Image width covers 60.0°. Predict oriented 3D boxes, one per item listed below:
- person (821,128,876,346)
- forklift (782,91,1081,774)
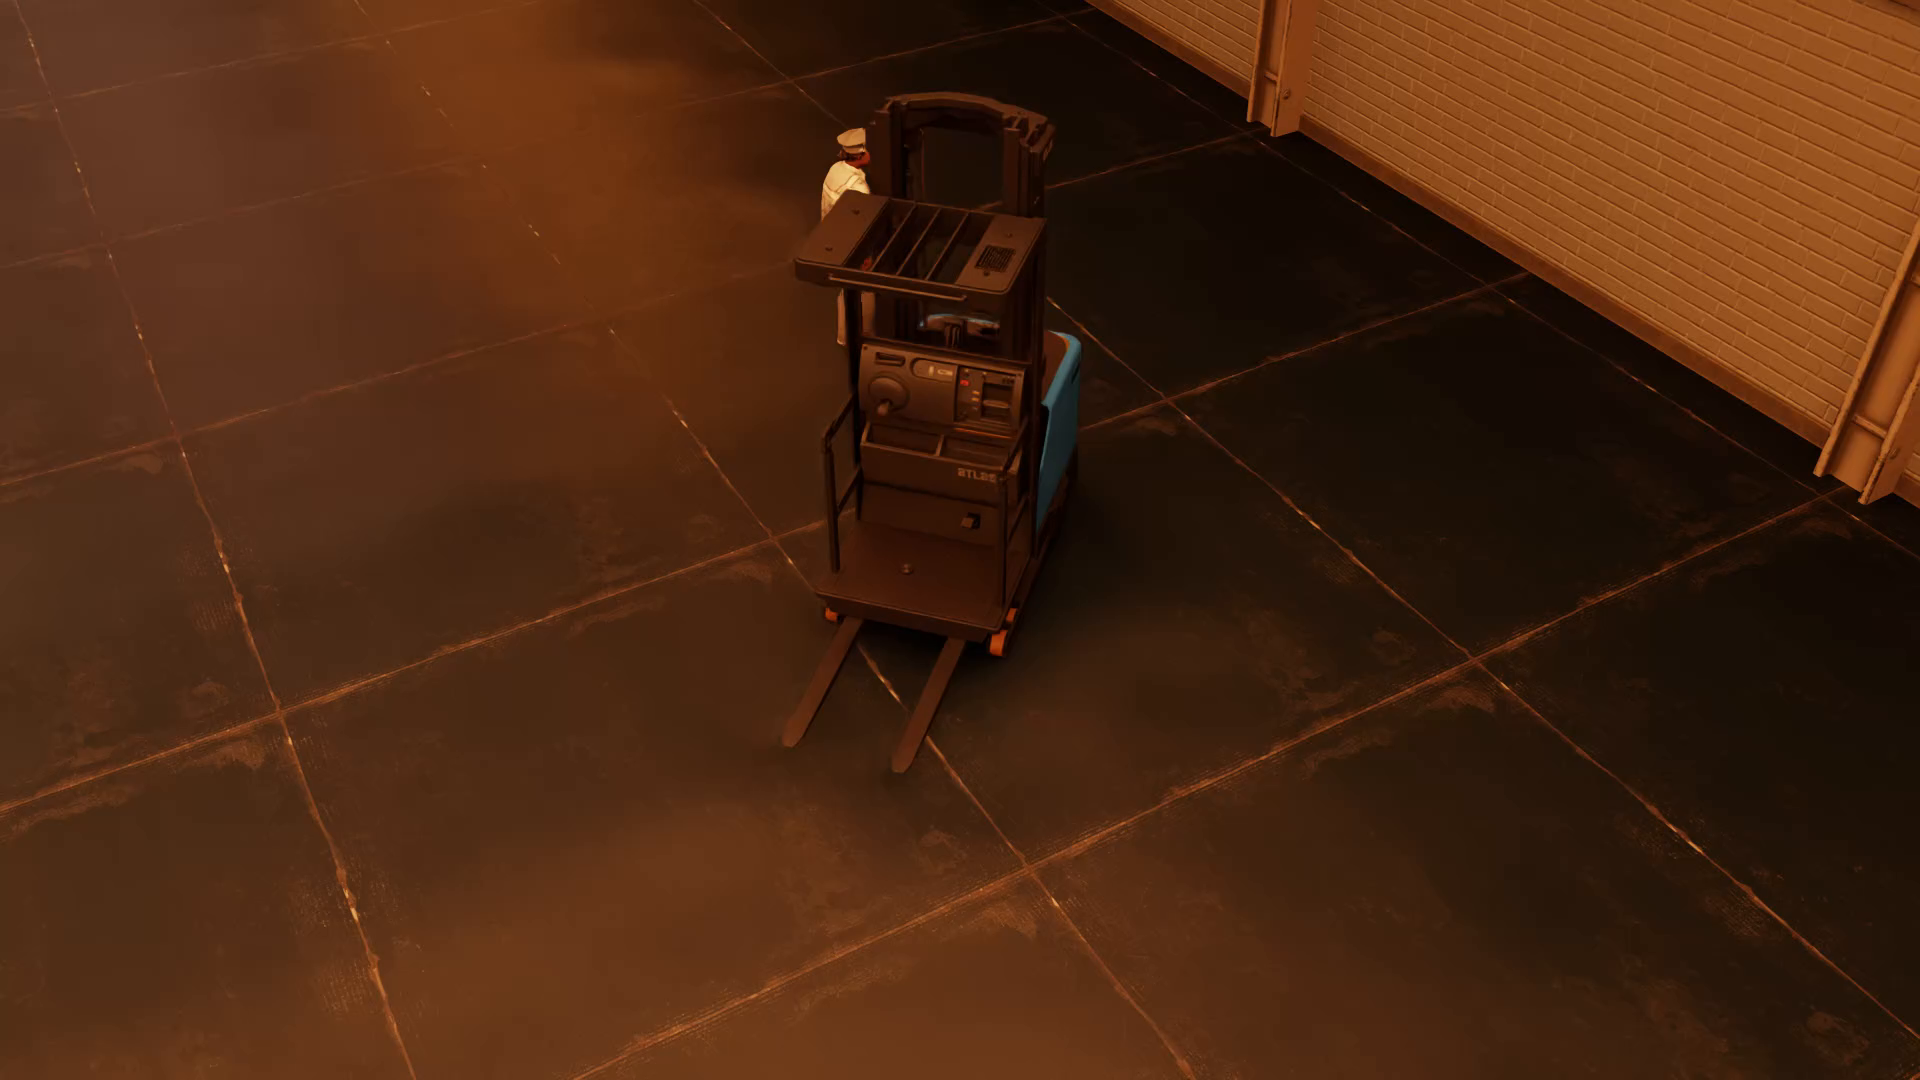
[{"bbox_3d":[-0.730,-2.017,11.468,0.397,1.655,0.519,-15,42,-17],"label":"person"},{"bbox_3d":[-0.166,-0.745,8.935,1.130,2.935,3.031,11,41,13],"label":"forklift"}]
